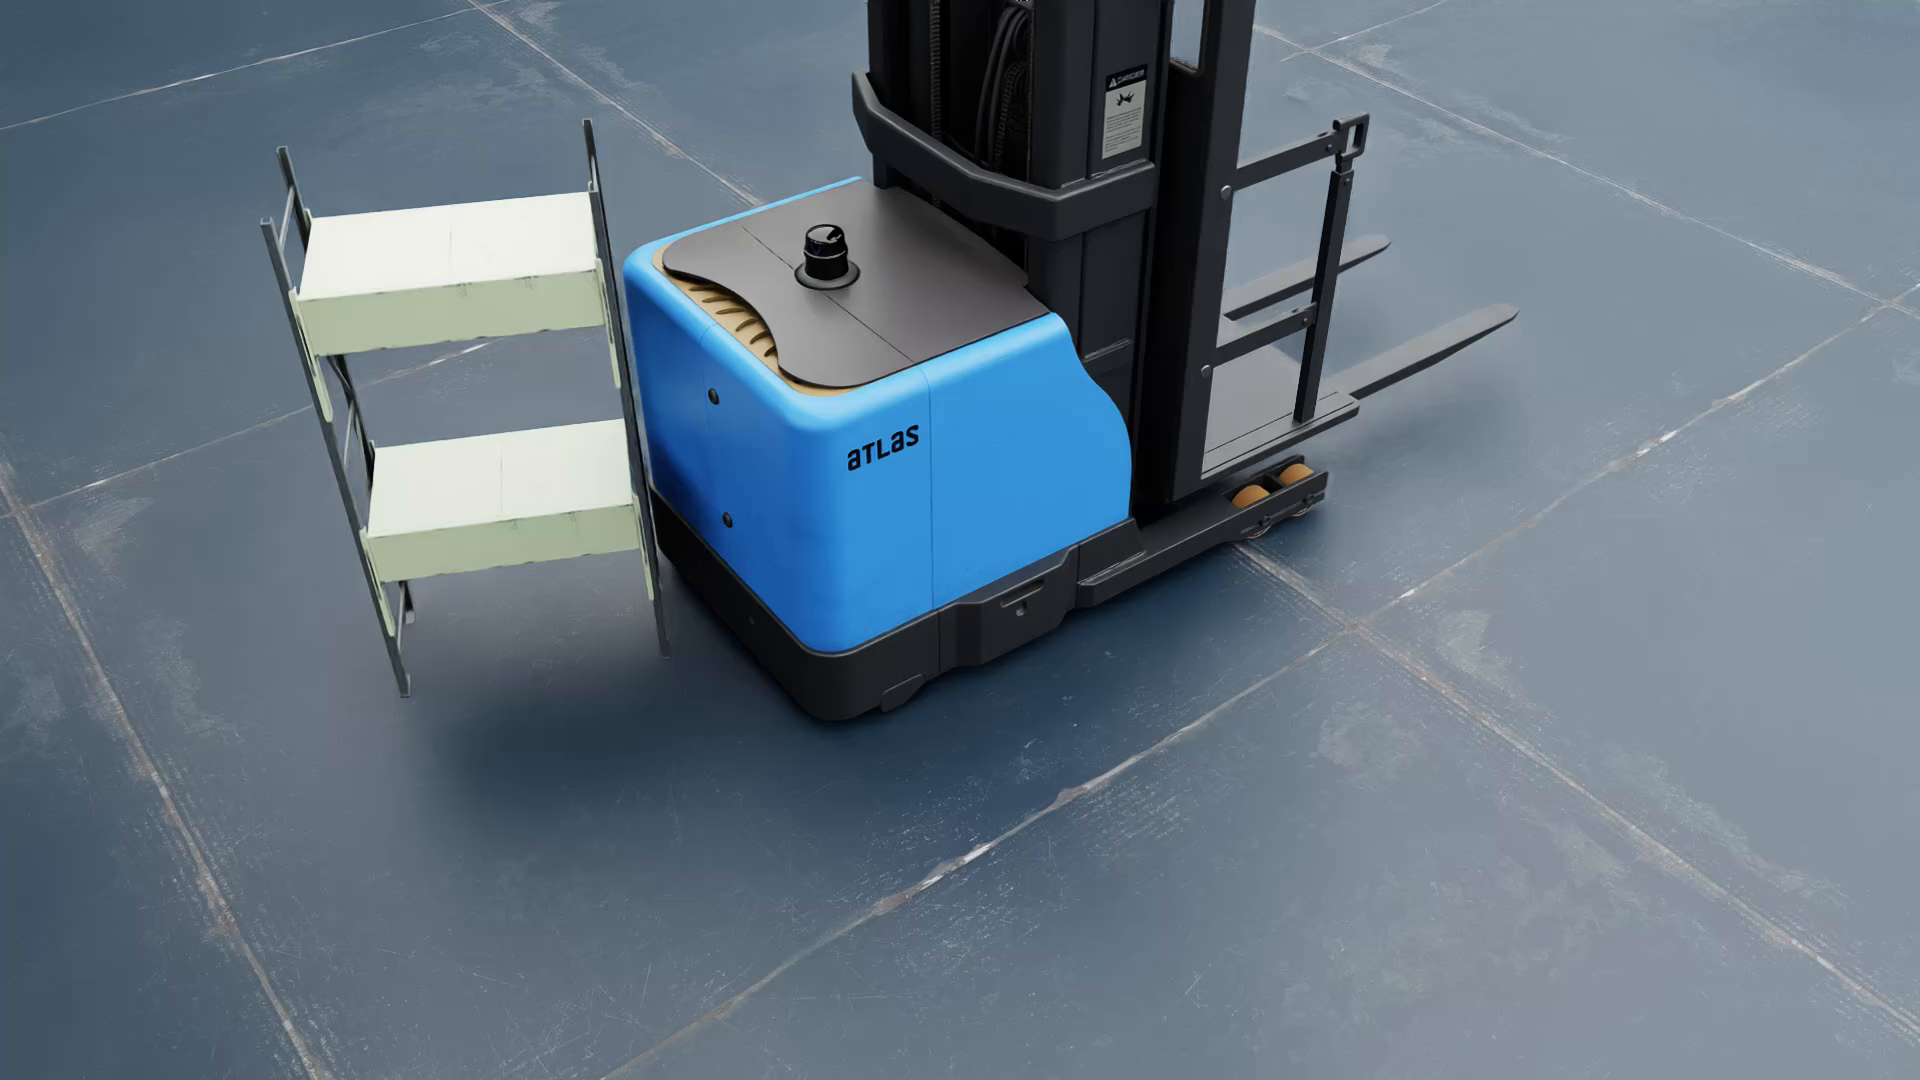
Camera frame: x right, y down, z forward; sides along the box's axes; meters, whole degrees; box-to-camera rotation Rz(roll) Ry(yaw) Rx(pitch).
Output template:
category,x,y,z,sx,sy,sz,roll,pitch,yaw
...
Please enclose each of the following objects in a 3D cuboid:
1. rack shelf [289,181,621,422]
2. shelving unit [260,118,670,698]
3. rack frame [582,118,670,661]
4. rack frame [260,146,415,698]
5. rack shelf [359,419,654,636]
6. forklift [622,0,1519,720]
category,x,y,z,sx,sy,sz,roll,pitch,yaw
rack shelf,-1.253,-0.608,4.193,0.720,0.370,0.431,-8,40,-9
shelving unit,-1.253,-0.306,4.440,0.755,1.500,0.431,-8,40,-9
rack frame,-0.895,-0.355,4.500,0.023,1.500,0.400,-8,40,-9
rack frame,-1.611,-0.257,4.381,0.023,1.500,0.400,-8,40,-9
rack shelf,-1.253,-0.054,4.647,0.720,0.370,0.431,-8,40,-9
forklift,0.559,-1.387,4.630,3.031,2.935,1.130,-24,45,-27
